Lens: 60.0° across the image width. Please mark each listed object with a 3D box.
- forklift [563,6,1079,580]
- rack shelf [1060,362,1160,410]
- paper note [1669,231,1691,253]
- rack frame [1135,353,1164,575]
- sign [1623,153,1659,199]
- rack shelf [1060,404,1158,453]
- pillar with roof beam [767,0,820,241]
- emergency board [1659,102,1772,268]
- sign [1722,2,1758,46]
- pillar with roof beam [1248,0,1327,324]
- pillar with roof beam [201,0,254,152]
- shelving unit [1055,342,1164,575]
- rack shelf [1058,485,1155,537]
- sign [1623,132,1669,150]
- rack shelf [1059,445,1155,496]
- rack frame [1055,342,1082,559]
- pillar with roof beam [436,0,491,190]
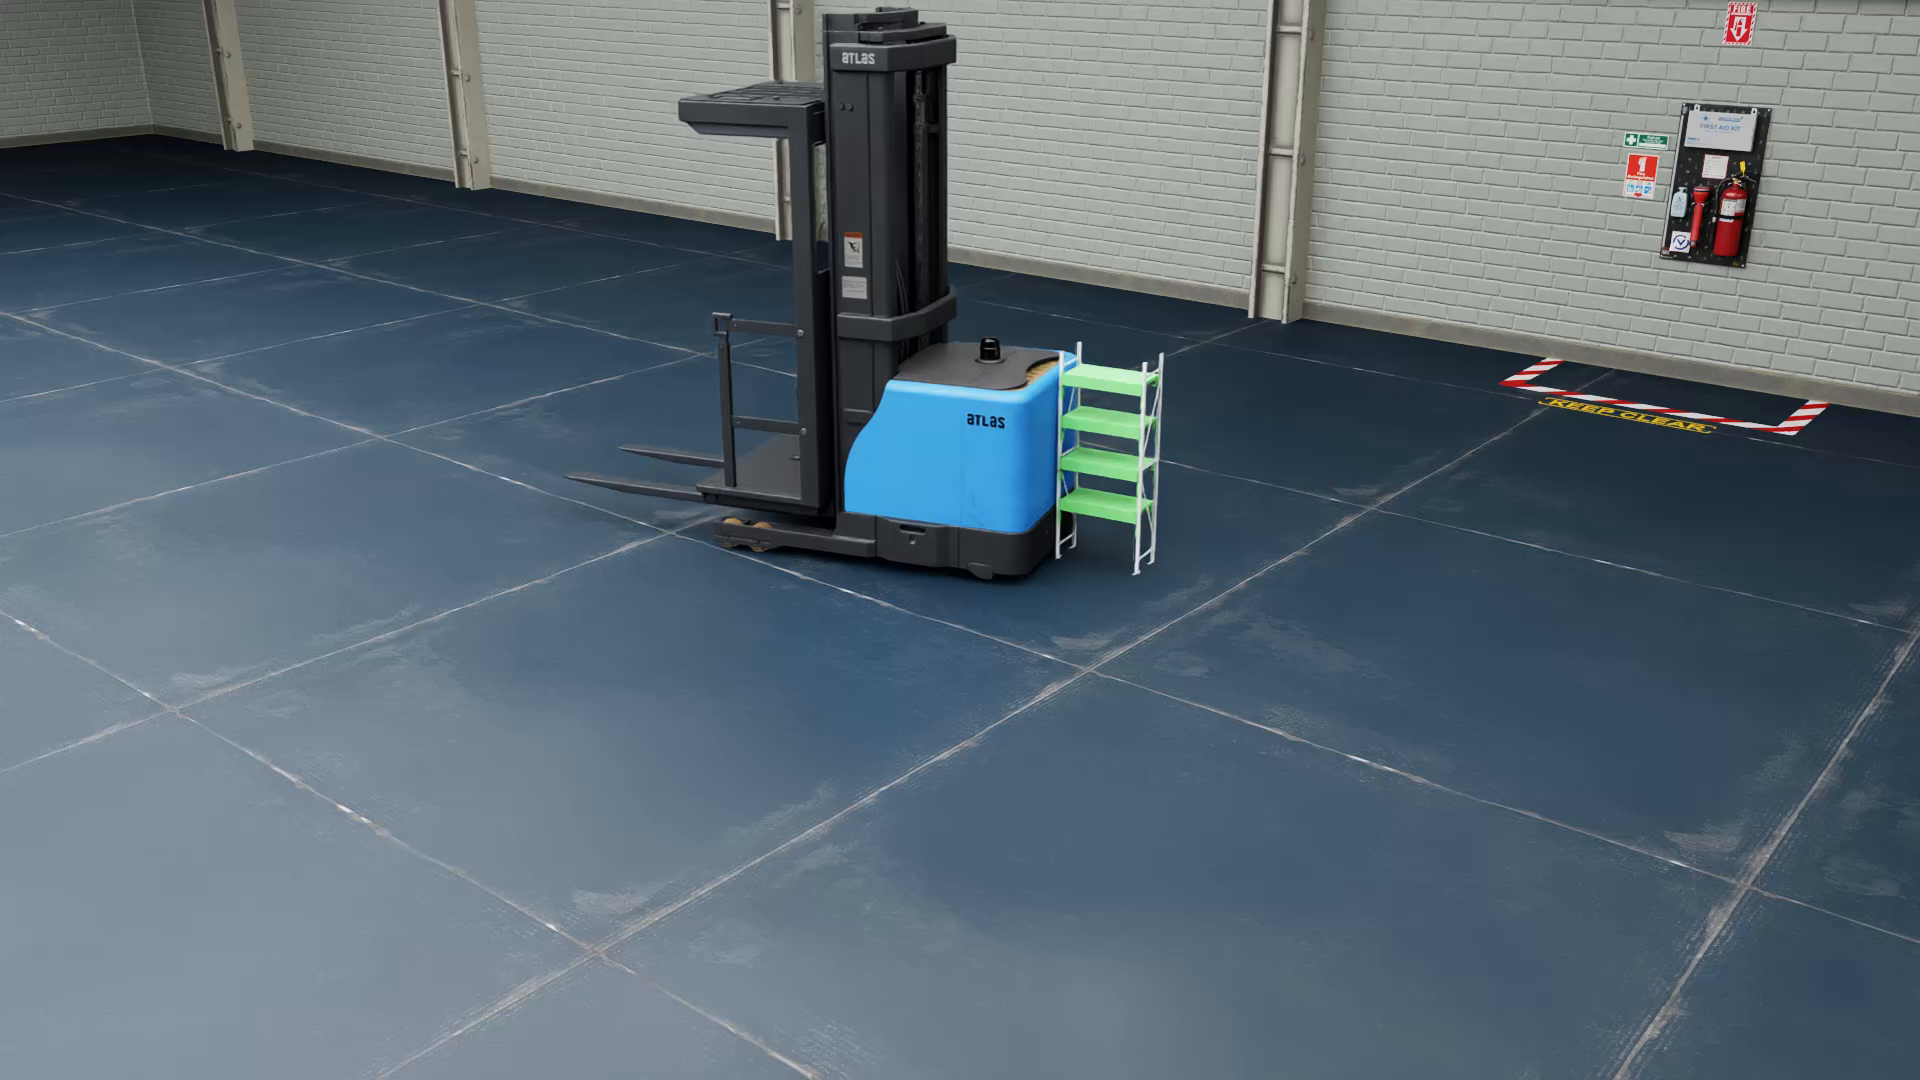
[{"bbox_3d":[-0.875,-1.467,9.403,3.031,2.935,1.130,8,22,20],"label":"forklift"},{"bbox_3d":[0.816,-0.837,9.008,0.480,0.148,0.258,11,23,28],"label":"rack shelf"},{"bbox_3d":[5.508,-2.279,12.708,0.142,0.148,0.016,16,26,36],"label":"paper note"},{"bbox_3d":[1.028,-0.405,9.042,0.015,1.200,0.240,11,23,28],"label":"rack frame"},{"bbox_3d":[5.238,-2.801,12.794,0.234,0.329,0.001,16,26,36],"label":"sign"},{"bbox_3d":[0.816,-0.612,9.093,0.480,0.148,0.258,11,23,28],"label":"rack shelf"},{"bbox_3d":[-4.527,-6.378,13.829,0.400,9.000,9.100,16,26,36],"label":"pillar with roof beam"},{"bbox_3d":[5.601,-2.633,12.398,0.643,1.169,0.194,16,26,36],"label":"emergency board"},{"bbox_3d":[5.658,-3.746,12.066,0.199,0.298,0.001,16,26,36],"label":"sign"},{"bbox_3d":[0.121,-5.040,10.279,0.400,9.000,9.100,16,26,36],"label":"pillar with roof beam"},{"bbox_3d":[-13.824,-9.055,20.928,0.400,9.000,9.100,16,26,36],"label":"pillar with roof beam"},{"bbox_3d":[0.816,-0.448,9.155,0.503,1.200,0.258,11,23,28],"label":"shelving unit"},{"bbox_3d":[0.816,-0.163,9.262,0.480,0.148,0.258,11,23,28],"label":"rack shelf"},{"bbox_3d":[5.236,-3.045,12.691,0.331,0.109,0.001,16,26,36],"label":"sign"},{"bbox_3d":[0.816,-0.388,9.177,0.480,0.148,0.258,11,23,28],"label":"rack shelf"},{"bbox_3d":[0.604,-0.490,9.268,0.015,1.200,0.240,11,23,28],"label":"rack frame"},{"bbox_3d":[-9.175,-7.717,17.378,0.400,9.000,9.100,16,26,36],"label":"pillar with roof beam"}]
